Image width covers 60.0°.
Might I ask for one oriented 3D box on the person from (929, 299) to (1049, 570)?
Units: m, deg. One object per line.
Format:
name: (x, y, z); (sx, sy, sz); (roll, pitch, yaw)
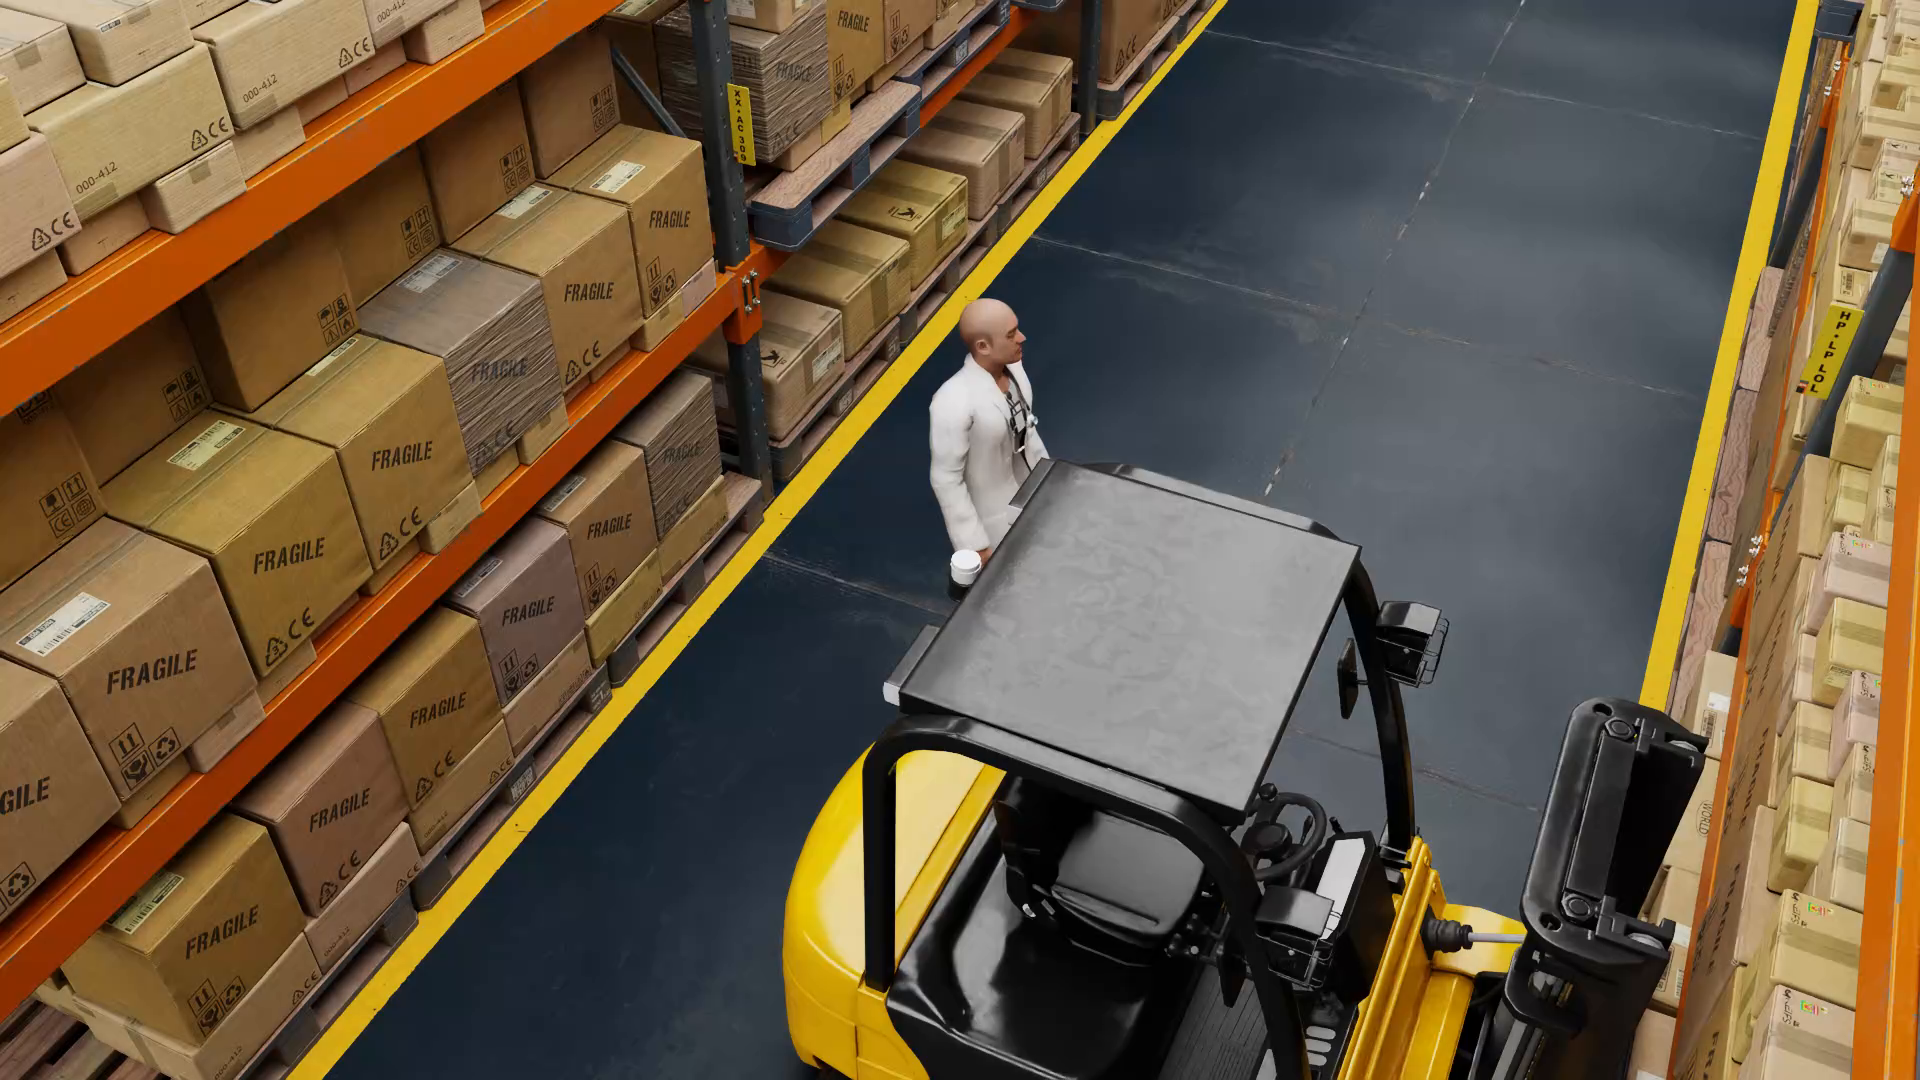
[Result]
person: (0.227, -0.086, 6.254); (0.578, 1.778, 0.696); (17, 44, 19)
